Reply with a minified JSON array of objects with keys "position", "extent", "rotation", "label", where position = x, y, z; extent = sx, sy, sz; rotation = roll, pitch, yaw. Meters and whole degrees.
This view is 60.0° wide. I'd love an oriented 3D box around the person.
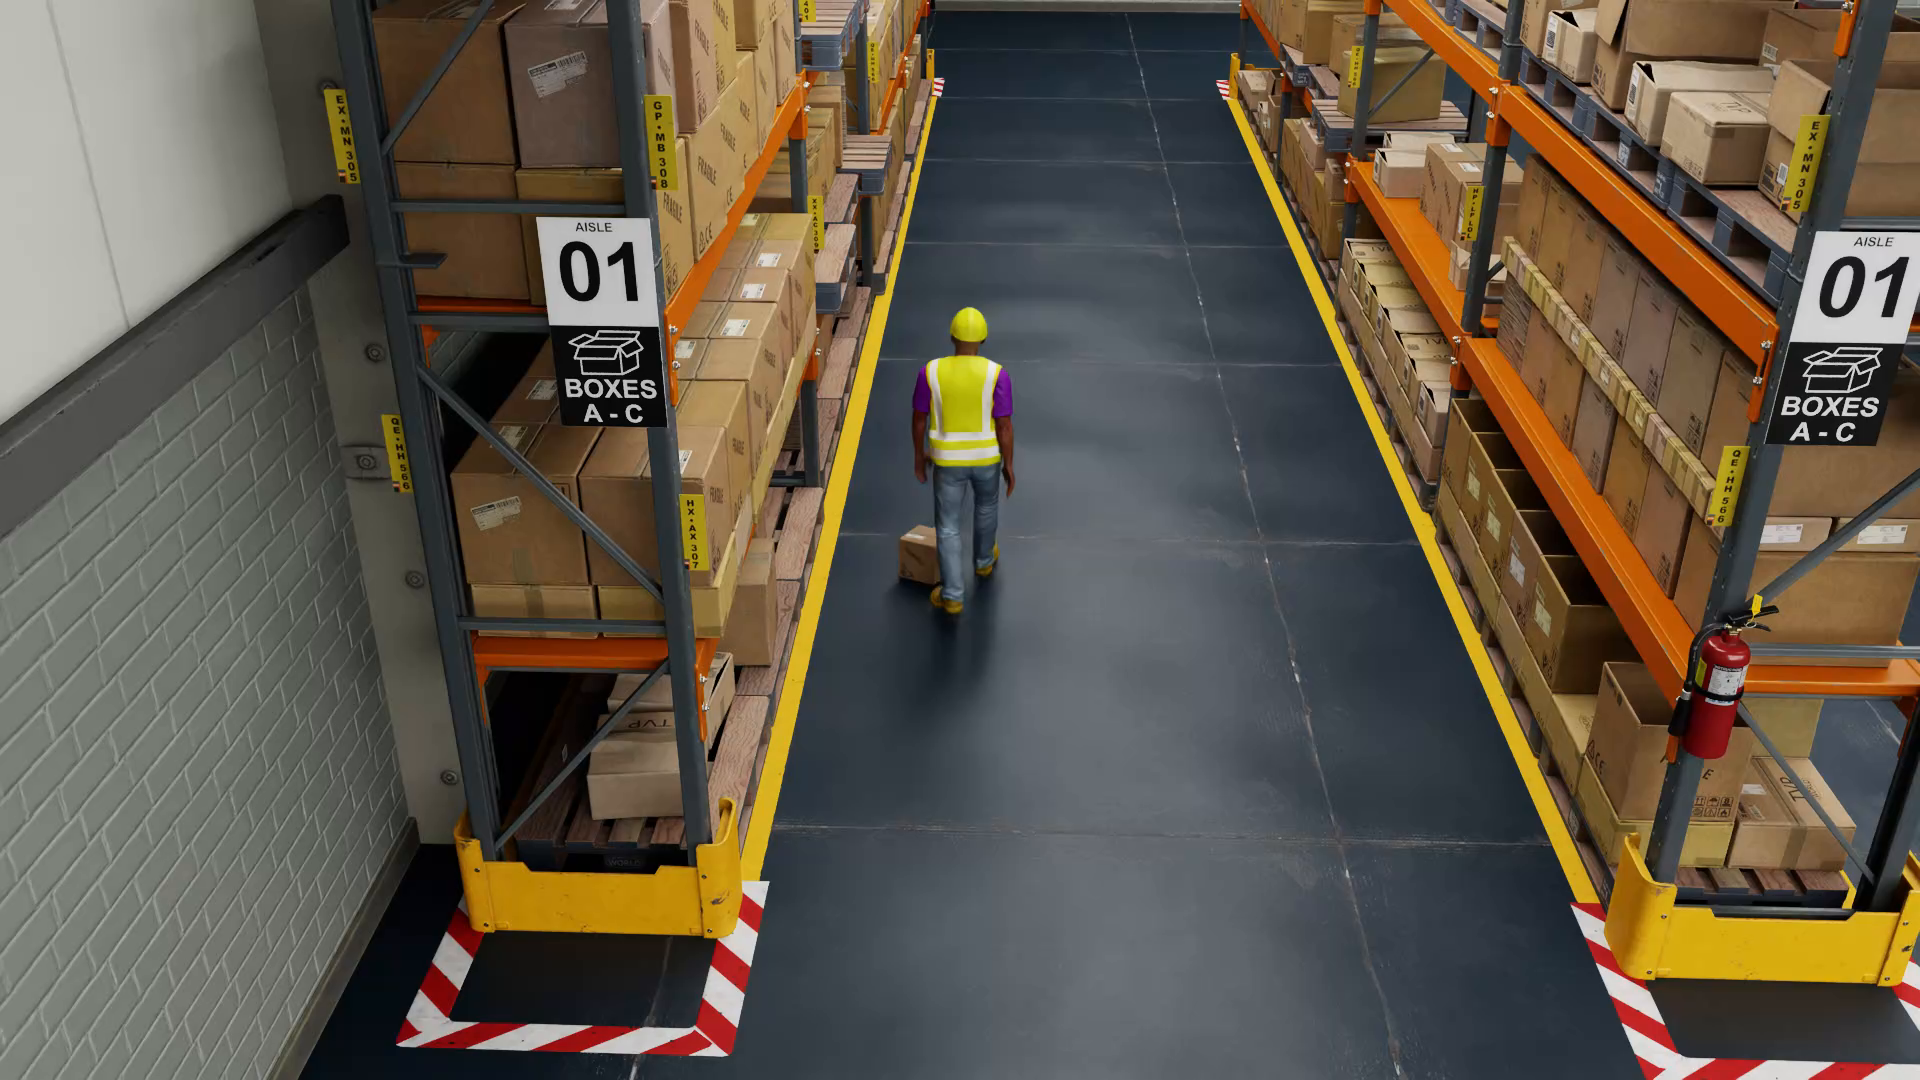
[{"position":[0.018,-0.465,9.500],"extent":[0.592,1.728,0.928],"rotation":[0,28,0],"label":"person"}]
